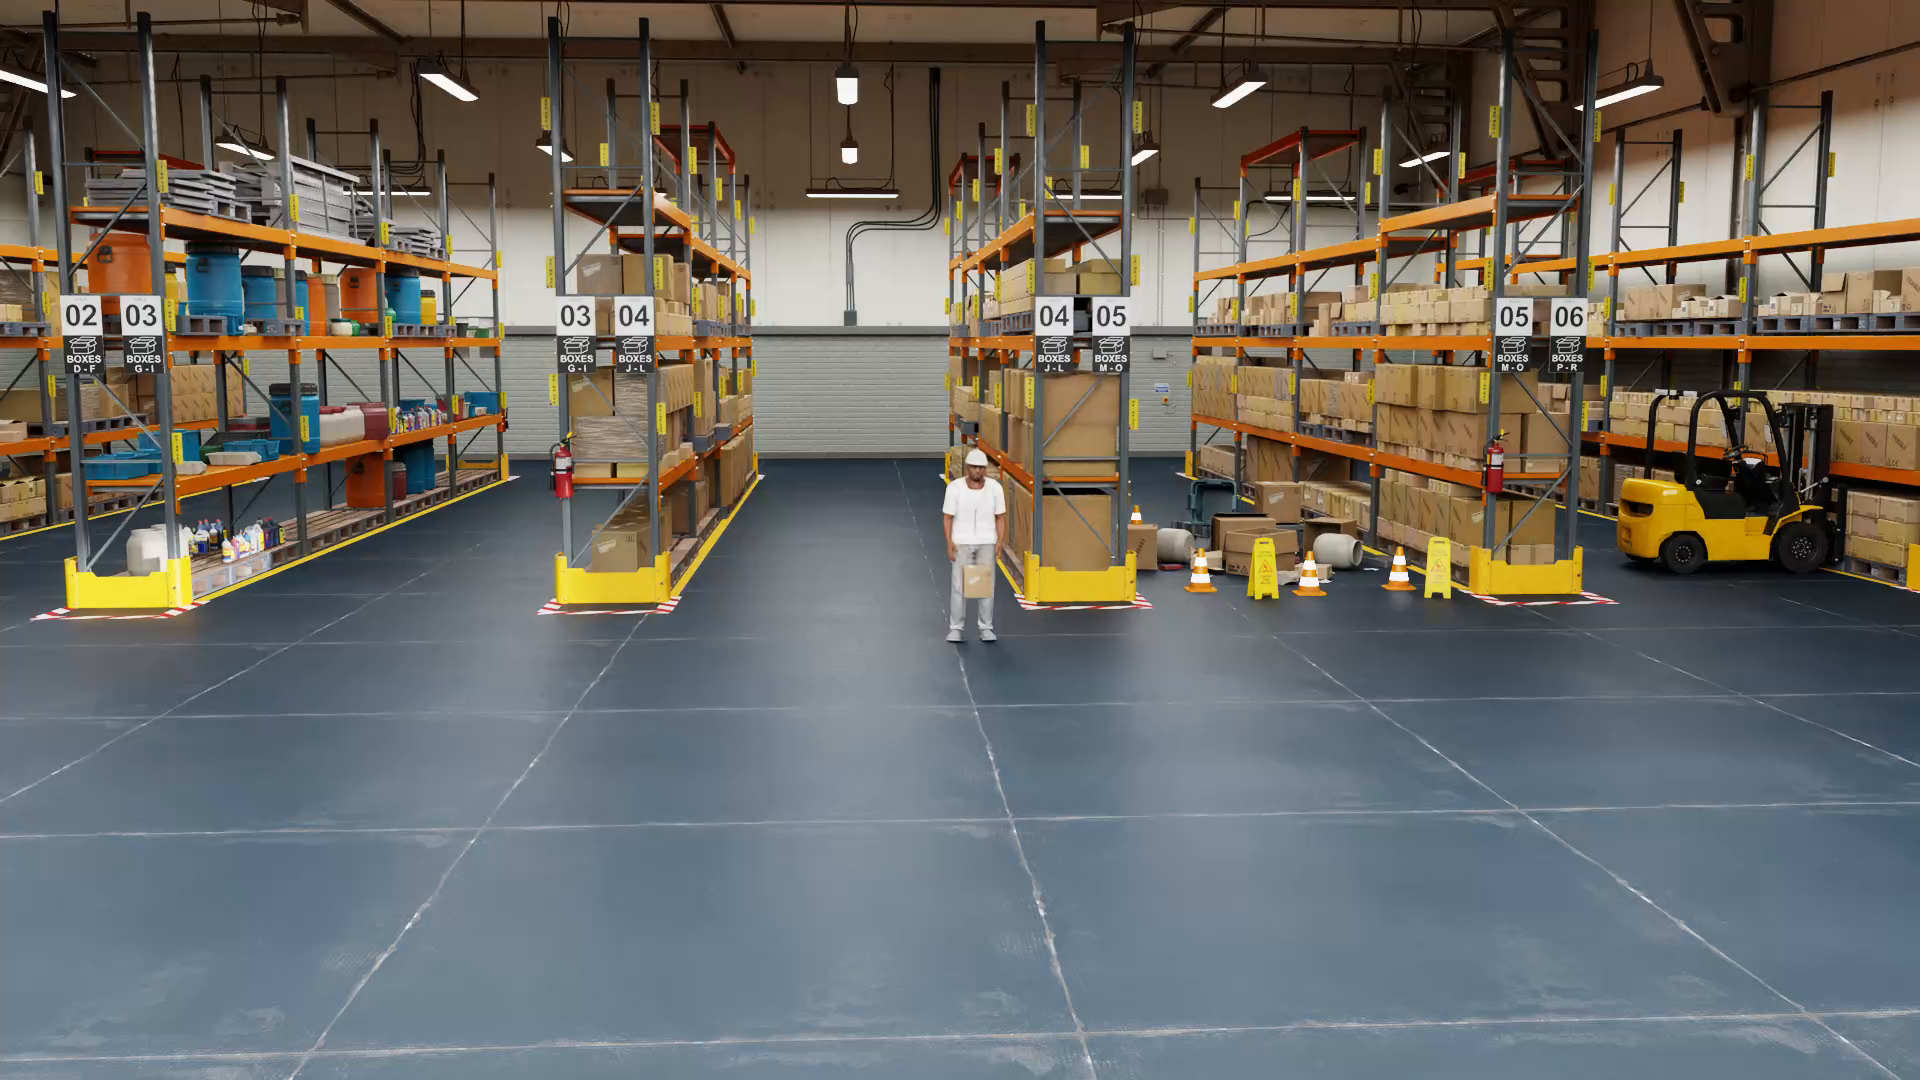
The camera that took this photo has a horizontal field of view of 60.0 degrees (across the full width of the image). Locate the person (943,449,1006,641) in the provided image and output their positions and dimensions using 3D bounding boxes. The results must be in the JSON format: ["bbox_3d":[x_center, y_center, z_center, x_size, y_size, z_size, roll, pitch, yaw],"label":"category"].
[{"bbox_3d":[0.133,0.044,15.276,0.586,1.766,0.419,-1,7,-5],"label":"person"}]
